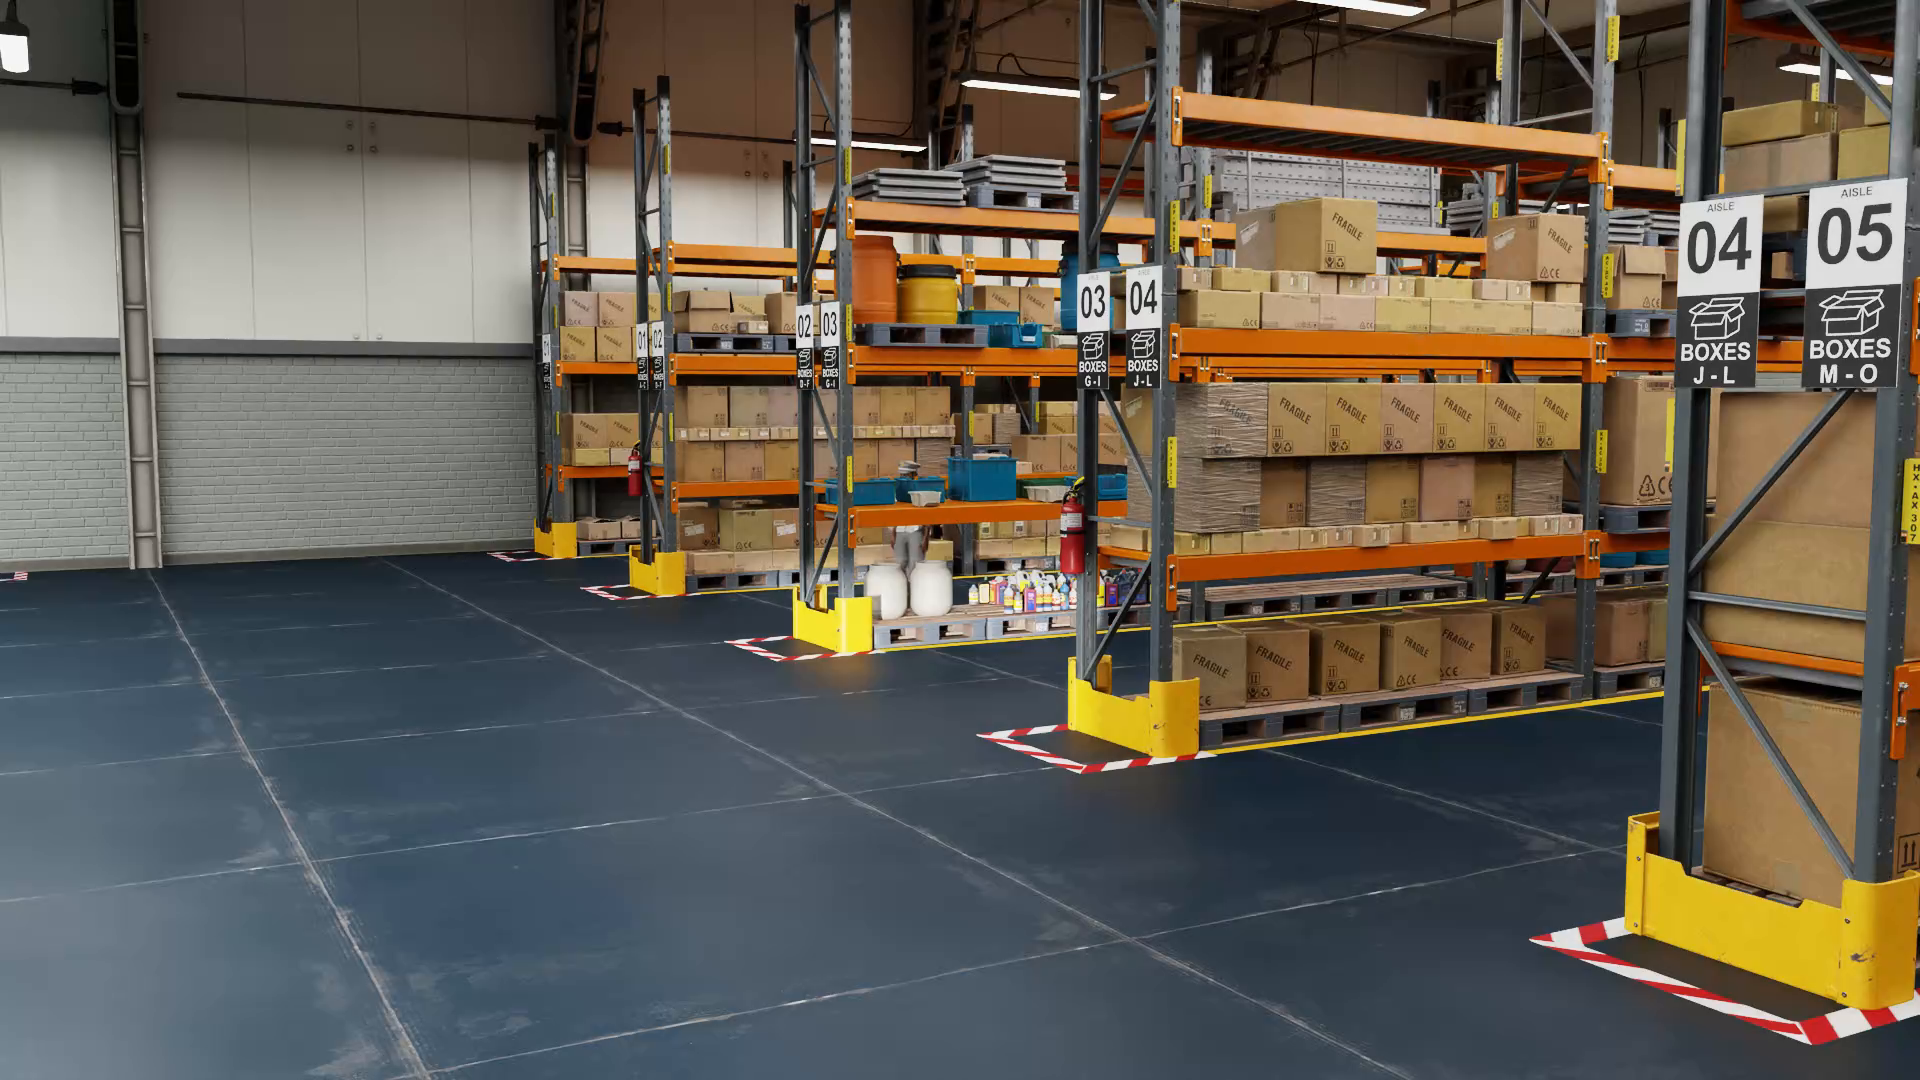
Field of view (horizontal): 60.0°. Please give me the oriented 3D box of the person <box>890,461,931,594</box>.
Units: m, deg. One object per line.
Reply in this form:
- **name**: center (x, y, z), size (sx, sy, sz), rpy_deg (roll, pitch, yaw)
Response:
- **person**: center (-0.537, -0.020, 17.712), size (0.533, 1.662, 0.396), rpy_deg (4, 7, 39)
